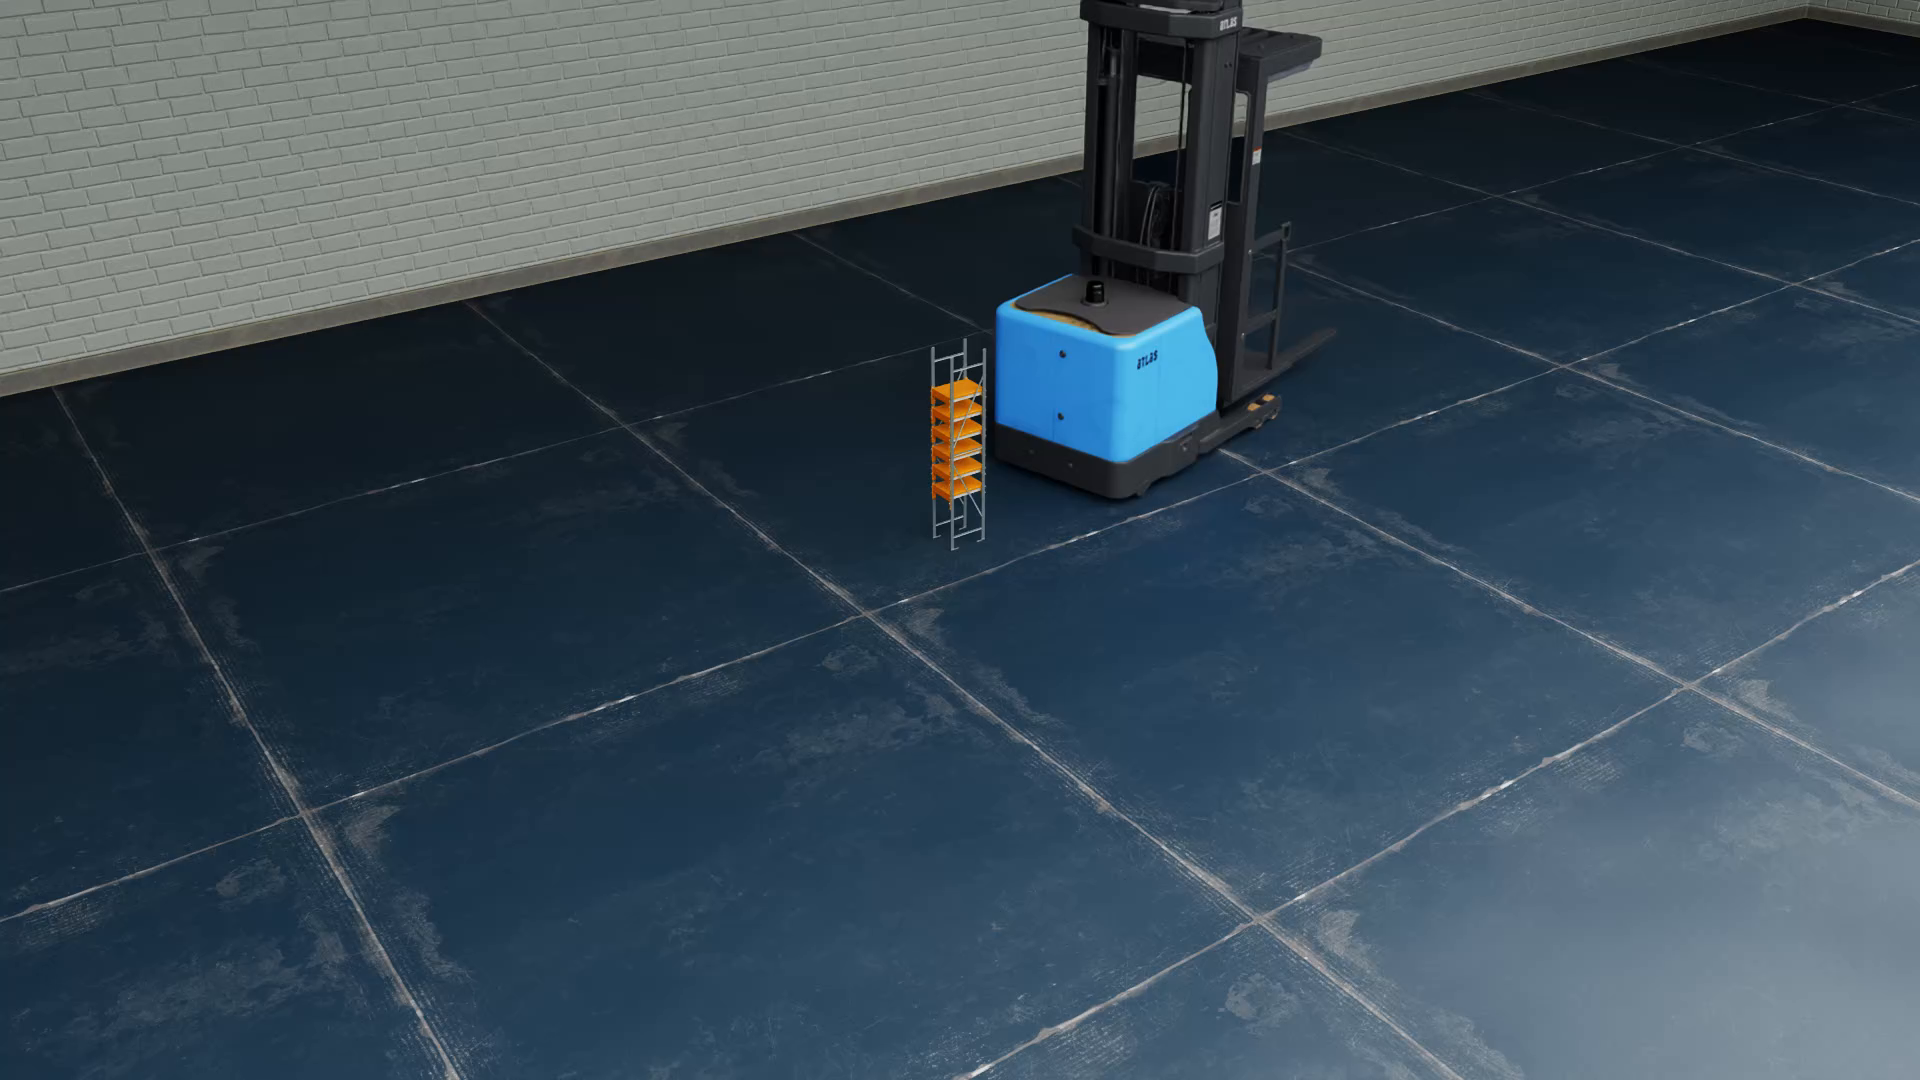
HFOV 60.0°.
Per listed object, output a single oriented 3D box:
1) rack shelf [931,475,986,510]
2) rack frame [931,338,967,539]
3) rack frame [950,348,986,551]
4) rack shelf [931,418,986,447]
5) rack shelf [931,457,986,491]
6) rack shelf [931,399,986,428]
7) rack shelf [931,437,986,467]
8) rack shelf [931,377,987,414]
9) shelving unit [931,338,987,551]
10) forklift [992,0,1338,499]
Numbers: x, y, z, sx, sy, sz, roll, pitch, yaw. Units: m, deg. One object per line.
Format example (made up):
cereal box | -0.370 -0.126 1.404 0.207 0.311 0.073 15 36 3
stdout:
rack shelf | -0.008 -0.283 9.610 0.258 0.103 0.180 -19 34 -31
rack frame | -0.061 -0.568 9.540 0.240 1.200 0.006 -19 34 -31
rack frame | 0.045 -0.497 9.409 0.240 1.200 0.006 -19 34 -31
rack shelf | -0.008 -0.599 9.438 0.258 0.103 0.180 -19 34 -31
rack shelf | -0.008 -0.388 9.552 0.258 0.103 0.180 -19 34 -31
rack shelf | -0.008 -0.705 9.381 0.258 0.103 0.180 -19 34 -31
rack shelf | -0.008 -0.494 9.495 0.258 0.103 0.180 -19 34 -31
rack shelf | -0.008 -0.810 9.323 0.258 0.103 0.180 -19 34 -31
shelving unit | -0.008 -0.533 9.474 0.258 1.200 0.189 -19 34 -31
forklift | 1.529 -2.169 10.673 1.130 2.935 3.031 22 35 34
